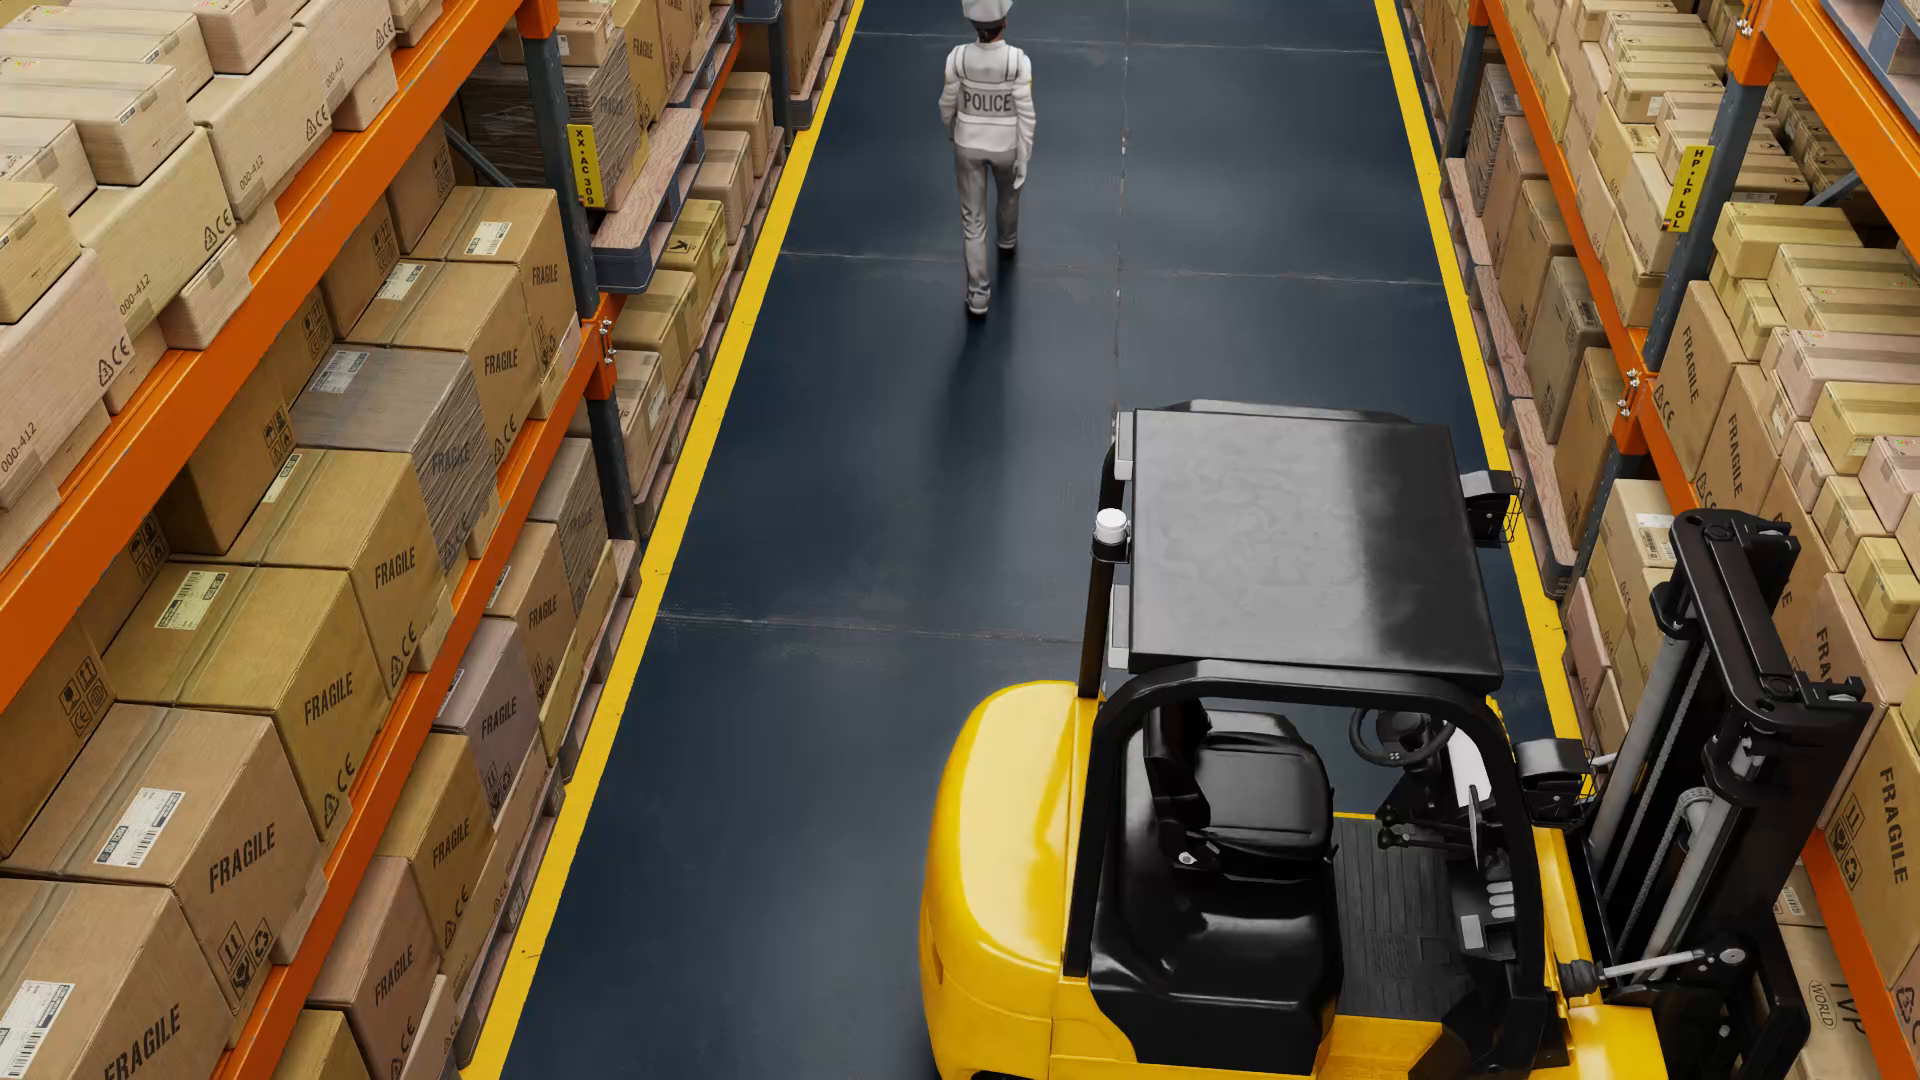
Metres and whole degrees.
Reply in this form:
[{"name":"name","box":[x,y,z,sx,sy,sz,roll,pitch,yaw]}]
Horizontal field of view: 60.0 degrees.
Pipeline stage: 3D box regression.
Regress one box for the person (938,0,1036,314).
[{"name":"person","box":[0.140,-2.093,8.580,0.498,1.638,0.961,2,40,2]}]
